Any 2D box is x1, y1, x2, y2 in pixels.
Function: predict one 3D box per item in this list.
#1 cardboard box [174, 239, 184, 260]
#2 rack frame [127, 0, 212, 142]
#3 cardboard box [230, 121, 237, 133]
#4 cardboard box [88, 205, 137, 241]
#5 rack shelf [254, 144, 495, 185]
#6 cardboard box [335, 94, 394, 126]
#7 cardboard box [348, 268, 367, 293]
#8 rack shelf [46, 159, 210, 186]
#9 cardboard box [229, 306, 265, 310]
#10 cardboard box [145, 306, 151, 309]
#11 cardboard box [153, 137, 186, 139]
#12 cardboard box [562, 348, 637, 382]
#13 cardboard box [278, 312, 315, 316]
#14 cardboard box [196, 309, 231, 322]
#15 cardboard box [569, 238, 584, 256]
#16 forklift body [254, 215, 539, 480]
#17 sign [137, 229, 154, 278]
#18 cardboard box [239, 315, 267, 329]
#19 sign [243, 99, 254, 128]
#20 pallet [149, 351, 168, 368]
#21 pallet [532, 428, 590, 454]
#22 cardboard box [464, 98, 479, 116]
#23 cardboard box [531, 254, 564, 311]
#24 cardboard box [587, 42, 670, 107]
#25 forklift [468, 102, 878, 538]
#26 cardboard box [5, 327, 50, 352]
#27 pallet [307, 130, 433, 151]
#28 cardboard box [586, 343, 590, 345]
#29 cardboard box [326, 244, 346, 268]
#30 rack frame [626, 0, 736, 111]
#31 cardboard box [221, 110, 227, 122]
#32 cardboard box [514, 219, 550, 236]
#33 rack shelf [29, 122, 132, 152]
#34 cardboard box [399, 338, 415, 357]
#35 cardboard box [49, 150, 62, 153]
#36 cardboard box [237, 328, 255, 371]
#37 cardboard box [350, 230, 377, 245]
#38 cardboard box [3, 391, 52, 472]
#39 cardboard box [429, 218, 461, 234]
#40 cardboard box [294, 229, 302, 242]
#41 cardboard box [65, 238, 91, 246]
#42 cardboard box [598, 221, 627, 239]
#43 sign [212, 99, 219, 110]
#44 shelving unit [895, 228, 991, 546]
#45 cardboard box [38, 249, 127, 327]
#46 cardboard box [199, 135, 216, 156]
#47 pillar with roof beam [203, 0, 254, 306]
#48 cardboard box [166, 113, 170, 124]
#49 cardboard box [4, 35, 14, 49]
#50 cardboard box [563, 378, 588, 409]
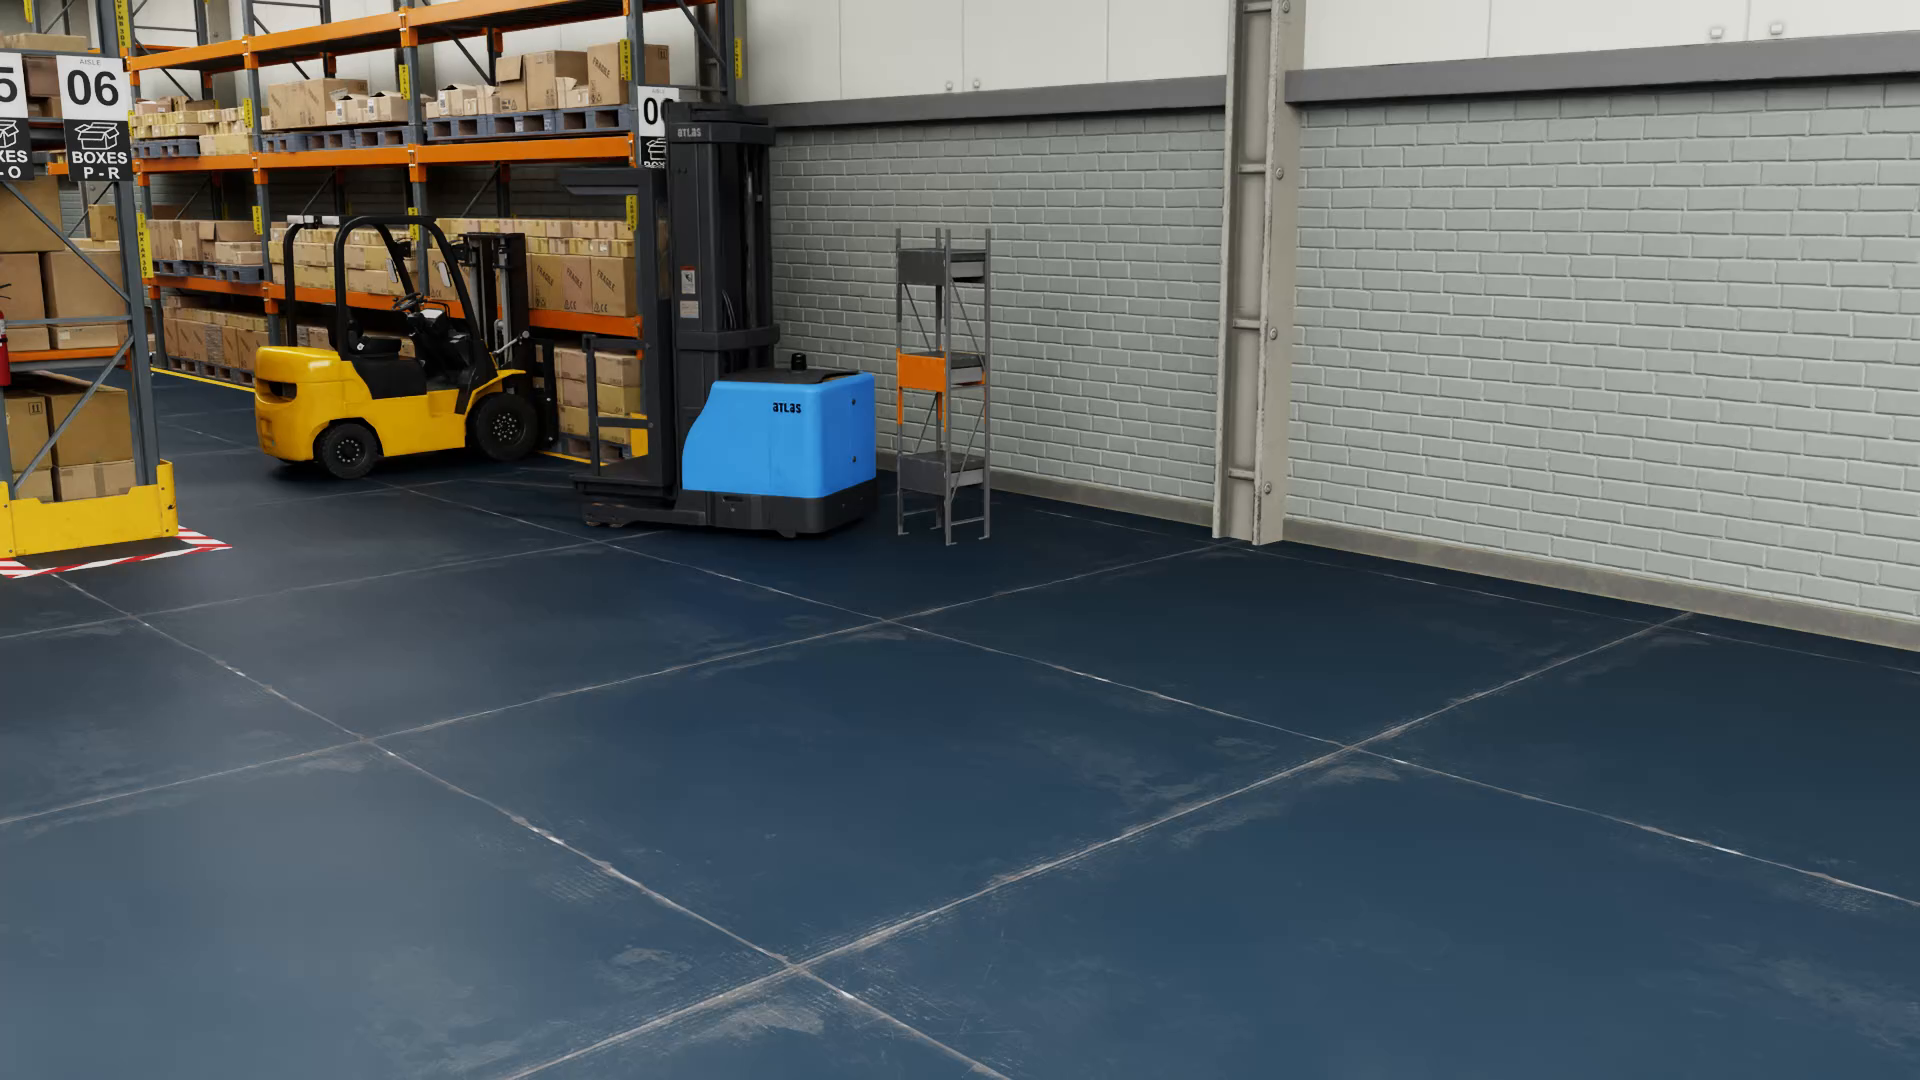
[{"bbox_3d":[-9.930,-3.766,21.549,0.396,0.266,0.258,-10,15,-40],"label":"cardboard box"},{"bbox_3d":[-10.612,-6.821,22.216,1.000,3.000,0.127,-11,16,-43],"label":"rack frame"},{"bbox_3d":[-8.597,-4.990,20.149,0.380,0.149,0.250,-10,16,-41],"label":"cardboard box"},{"bbox_3d":[-12.220,-4.583,23.998,0.500,0.500,0.500,-10,16,-41],"label":"cardboard box"},{"bbox_3d":[-6.469,-4.123,18.341,1.077,0.370,4.000,-11,16,-43],"label":"rack shelf"},{"bbox_3d":[-6.294,-4.579,17.700,0.500,0.311,0.500,11,16,43],"label":"cardboard box"},{"bbox_3d":[-6.297,-2.828,18.074,0.500,0.250,0.500,-11,16,-42],"label":"cardboard box"},{"bbox_3d":[-11.994,-5.291,24.008,1.077,0.370,4.000,-11,16,-43],"label":"rack shelf"},{"bbox_3d":[-9.594,-3.062,22.387,0.250,0.149,0.380,11,16,42],"label":"cardboard box"},{"bbox_3d":[-12.459,-3.215,24.735,0.700,0.500,0.500,-10,15,-40],"label":"cardboard box"},{"bbox_3d":[-10.294,-5.318,21.691,0.380,0.149,0.250,-11,16,-42],"label":"cardboard box"},{"bbox_3d":[-3.226,-1.577,14.928,0.500,0.250,0.500,-11,16,-42],"label":"cardboard box"},{"bbox_3d":[-8.499,-2.837,21.296,0.250,0.149,0.380,11,16,43],"label":"cardboard box"},{"bbox_3d":[-9.780,-2.947,21.826,0.380,0.149,0.250,-11,16,-43],"label":"cardboard box"},{"bbox_3d":[-3.263,-2.626,14.871,0.380,0.149,0.250,-11,16,-43],"label":"cardboard box"},{"bbox_3d":[-4.954,-1.738,14.516,2.313,2.155,1.214,-11,16,-43],"label":"forklift body"},{"bbox_3d":[-5.520,-1.938,11.241,0.100,0.325,0.005,-11,16,-43],"label":"sign"},{"bbox_3d":[-8.735,-2.714,20.699,0.250,0.149,0.380,11,16,43],"label":"cardboard box"},{"bbox_3d":[-8.244,-4.945,19.267,0.100,0.325,0.005,-11,16,-43],"label":"sign"},{"bbox_3d":[-11.086,-2.617,23.590,1.003,0.211,1.213,-11,16,-43],"label":"pallet"},{"bbox_3d":[-3.722,-1.049,15.980,1.003,0.211,1.213,-11,16,-43],"label":"pallet"},{"bbox_3d":[-4.467,-4.095,15.757,0.380,0.149,0.250,-10,15,-41],"label":"cardboard box"},{"bbox_3d":[-3.561,-2.367,15.218,0.500,0.500,0.500,-11,16,-44],"label":"cardboard box"},{"bbox_3d":[-2.807,-3.934,14.104,0.500,0.500,0.500,-10,15,-41],"label":"cardboard box"},{"bbox_3d":[-2.165,-1.613,11.979,3.031,2.935,1.130,5,12,21],"label":"forklift"},{"bbox_3d":[-6.326,-1.340,11.106,0.380,0.149,0.250,-10,15,-41],"label":"cardboard box"},{"bbox_3d":[-6.542,-4.426,18.494,1.003,0.211,1.213,-10,15,-40],"label":"pallet"},{"bbox_3d":[-3.206,-1.723,15.636,0.500,0.250,0.500,-11,16,-43],"label":"cardboard box"},{"bbox_3d":[-6.656,-3.148,18.390,0.500,0.250,0.500,-11,16,-42],"label":"cardboard box"},{"bbox_3d":[-2.325,-5.069,13.715,1.000,3.000,0.127,-11,16,-43],"label":"rack frame"},{"bbox_3d":[-8.772,-5.172,20.294,0.380,0.149,0.250,-11,16,-43],"label":"cardboard box"},{"bbox_3d":[-3.950,-2.928,15.599,0.380,0.149,0.250,-11,16,-42],"label":"cardboard box"},{"bbox_3d":[-7.294,-2.847,12.147,1.077,0.370,4.000,-11,16,-43],"label":"rack shelf"},{"bbox_3d":[-5.456,-1.832,17.714,0.875,0.625,0.625,-10,15,-40],"label":"cardboard box"},{"bbox_3d":[-13.266,-5.905,24.838,0.500,0.250,0.500,-11,16,-43],"label":"cardboard box"},{"bbox_3d":[-8.636,-2.386,20.713,0.500,0.500,0.500,-11,16,-43],"label":"cardboard box"},{"bbox_3d":[-6.388,-3.283,18.056,0.380,0.149,0.250,-11,16,-42],"label":"cardboard box"},{"bbox_3d":[-6.655,-0.746,11.511,0.500,0.500,0.500,-11,16,-42],"label":"cardboard box"},{"bbox_3d":[-5.082,-3.139,16.622,0.380,0.149,0.250,-10,16,-41],"label":"cardboard box"},{"bbox_3d":[-7.462,-3.505,19.134,0.380,0.149,0.250,-10,16,-41],"label":"cardboard box"},{"bbox_3d":[-13.256,-4.434,25.136,0.500,0.250,0.500,-11,16,-42],"label":"cardboard box"},{"bbox_3d":[-2.918,-2.698,14.480,0.380,0.149,0.250,-11,16,-42],"label":"cardboard box"},{"bbox_3d":[-10.213,-5.875,22.805,0.100,0.325,0.005,-11,16,-43],"label":"sign"},{"bbox_3d":[-0.114,-1.053,11.317,0.431,2.100,0.503,-11,16,-43],"label":"shelving unit"},{"bbox_3d":[-6.039,-1.741,11.444,0.500,0.500,0.500,-11,16,-43],"label":"cardboard box"},{"bbox_3d":[-9.073,-4.881,20.610,0.500,0.250,0.500,-11,16,-43],"label":"cardboard box"},{"bbox_3d":[-13.555,-6.448,20.407,9.100,9.000,0.400,-11,16,-43],"label":"pillar with roof beam"},{"bbox_3d":[-9.927,-5.389,21.298,0.380,0.149,0.250,-11,16,-42],"label":"cardboard box"},{"bbox_3d":[-6.196,-3.290,11.161,0.380,0.149,0.250,-11,16,-43],"label":"cardboard box"},{"bbox_3d":[-3.226,-1.337,15.001,0.500,0.250,0.500,-11,16,-43],"label":"cardboard box"}]
